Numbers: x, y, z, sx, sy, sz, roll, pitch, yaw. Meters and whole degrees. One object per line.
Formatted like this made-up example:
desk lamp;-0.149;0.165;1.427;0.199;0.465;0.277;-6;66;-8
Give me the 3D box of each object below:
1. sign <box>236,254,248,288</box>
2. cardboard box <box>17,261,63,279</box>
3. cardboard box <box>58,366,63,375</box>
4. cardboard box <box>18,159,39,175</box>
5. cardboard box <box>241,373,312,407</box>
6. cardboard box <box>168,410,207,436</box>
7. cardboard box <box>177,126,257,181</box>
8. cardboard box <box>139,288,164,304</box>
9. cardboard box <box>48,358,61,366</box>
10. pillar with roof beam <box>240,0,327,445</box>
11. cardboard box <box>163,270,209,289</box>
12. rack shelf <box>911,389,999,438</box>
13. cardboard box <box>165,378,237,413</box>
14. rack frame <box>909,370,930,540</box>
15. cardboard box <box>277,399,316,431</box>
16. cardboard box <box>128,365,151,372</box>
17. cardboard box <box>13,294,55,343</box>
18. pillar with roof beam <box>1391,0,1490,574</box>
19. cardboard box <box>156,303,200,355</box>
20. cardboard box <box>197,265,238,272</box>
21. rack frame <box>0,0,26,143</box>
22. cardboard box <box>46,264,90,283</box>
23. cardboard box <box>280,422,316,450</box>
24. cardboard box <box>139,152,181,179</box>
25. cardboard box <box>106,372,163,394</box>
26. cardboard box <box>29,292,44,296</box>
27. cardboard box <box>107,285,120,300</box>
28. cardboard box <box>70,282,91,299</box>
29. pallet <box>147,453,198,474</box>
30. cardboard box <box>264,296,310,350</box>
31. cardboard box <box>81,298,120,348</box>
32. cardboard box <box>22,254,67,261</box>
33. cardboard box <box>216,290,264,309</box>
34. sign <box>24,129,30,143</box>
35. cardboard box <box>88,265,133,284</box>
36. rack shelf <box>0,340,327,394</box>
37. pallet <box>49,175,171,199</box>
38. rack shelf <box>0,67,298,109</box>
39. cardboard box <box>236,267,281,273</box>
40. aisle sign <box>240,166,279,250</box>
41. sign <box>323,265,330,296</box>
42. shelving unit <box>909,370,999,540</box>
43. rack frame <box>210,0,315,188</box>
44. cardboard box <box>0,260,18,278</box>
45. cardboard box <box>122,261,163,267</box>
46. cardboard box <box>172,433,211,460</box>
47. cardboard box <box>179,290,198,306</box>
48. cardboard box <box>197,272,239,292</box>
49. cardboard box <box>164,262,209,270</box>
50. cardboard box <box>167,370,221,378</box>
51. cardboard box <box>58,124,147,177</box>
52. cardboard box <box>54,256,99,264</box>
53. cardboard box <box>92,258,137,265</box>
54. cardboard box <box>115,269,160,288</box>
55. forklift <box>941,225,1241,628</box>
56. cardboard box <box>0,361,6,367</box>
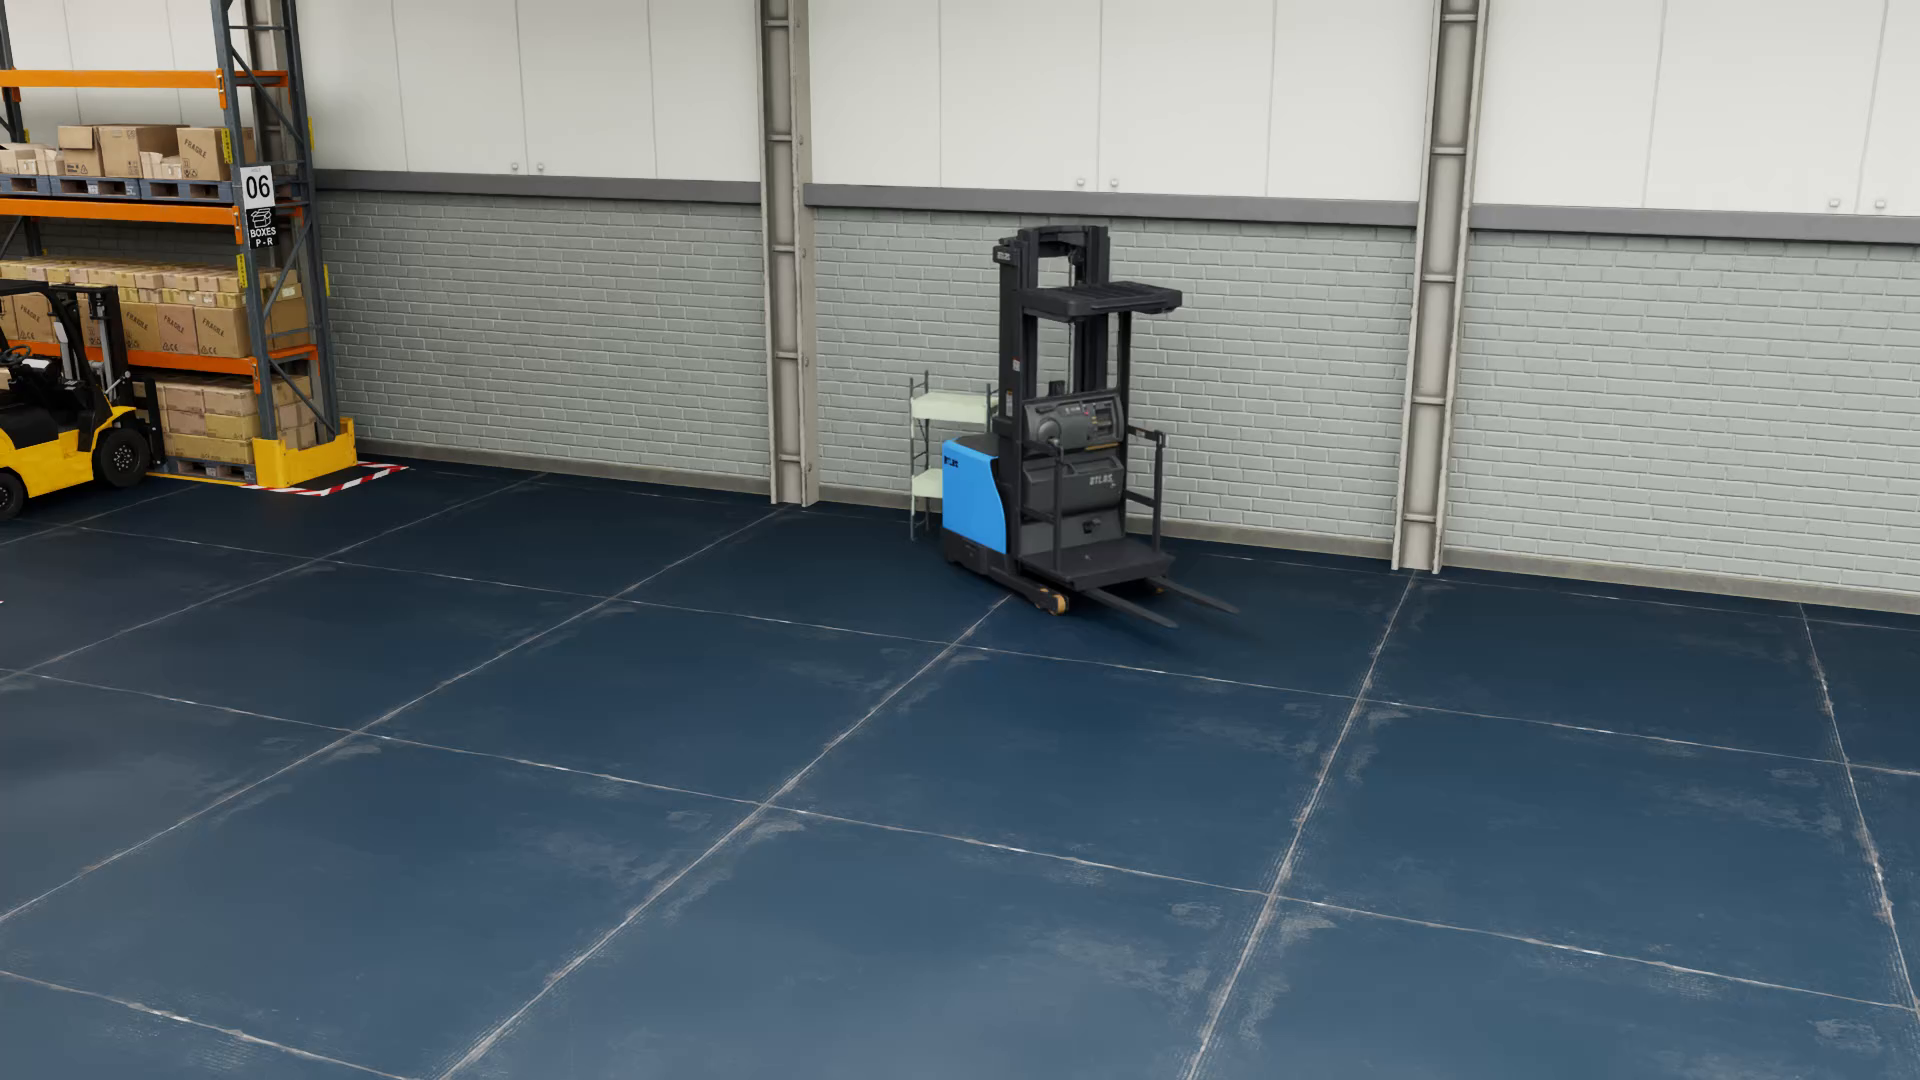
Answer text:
sign;-7.107;-2.664;16.468;0.005;0.325;0.100;6;17;21
cardboard box;-9.912;-2.908;17.935;0.250;0.149;0.380;6;17;20
cardboard box;-9.809;-1.718;18.097;0.500;0.250;0.500;6;17;21
cardboard box;-9.595;-3.909;17.396;0.250;0.149;0.380;7;18;22
cardboard box;-7.273;-1.593;17.666;0.500;0.250;0.500;6;17;20
cardboard box;-7.925;-1.277;17.476;0.500;0.250;0.500;6;17;20
cardboard box;-7.396;-3.854;16.576;0.500;0.500;0.500;7;18;22
cardboard box;-8.280;-2.560;17.268;0.250;0.149;0.380;6;17;19
cardboard box;-10.088;-1.904;18.736;0.500;0.250;0.500;7;17;22
pillar with roof beam;-8.792;-4.203;13.510;0.400;9.000;9.100;6;17;21
cardboard box;-8.004;-2.699;17.215;0.250;0.149;0.380;6;17;21
rack shelf;-0.026;-1.108;14.902;0.720;0.370;0.431;6;17;20
cardboard box;-7.915;-1.512;17.386;0.500;0.250;0.500;7;17;22
rack frame;-0.367;-0.770;15.137;0.023;1.500;0.400;6;17;20
cardboard box;-7.256;-1.357;17.748;0.500;0.250;0.500;7;17;22
cardboard box;-9.145;-1.801;18.381;0.500;0.250;0.500;6;17;21
cardboard box;-9.809;-2.428;17.979;0.500;0.500;0.500;7;17;22
pillar with roof beam;2.371;-2.975;9.282;0.400;9.000;9.100;6;17;21
cardboard box;-7.929;-2.219;17.258;0.500;0.500;0.500;7;18;22
cardboard box;-7.836;-2.814;17.609;0.250;0.149;0.380;6;17;21
rack frame;-10.616;-5.424;17.715;0.127;3.000;1.000;6;17;21
cardboard box;-9.458;-2.836;17.685;0.250;0.149;0.380;6;17;20
cardboard box;-7.280;-1.116;17.815;0.500;0.250;0.500;6;17;21
cardboard box;-8.013;-3.791;16.780;0.258;0.266;0.396;6;17;21
cardboard box;-8.857;-1.614;17.740;0.500;0.250;0.500;6;17;20
cardboard box;-9.720;-2.711;17.790;0.250;0.149;0.380;7;17;22
cardboard box;-8.722;-2.629;17.508;0.250;0.149;0.380;6;17;20
cardboard box;-9.236;-2.663;17.623;0.250;0.149;0.380;6;17;19
pallet;-8.753;-0.987;18.194;1.213;0.211;1.003;6;17;21
cardboard box;-7.254;-2.304;17.551;0.500;0.500;0.500;7;18;22
cardboard box;-8.877;-2.320;17.606;0.500;0.500;0.500;6;17;21
cardboard box;-10.208;-3.091;18.563;0.250;0.149;0.380;6;17;21
cardboard box;-7.321;-2.456;16.909;0.250;0.149;0.380;7;17;21
sign;-10.414;-4.413;18.546;0.005;0.325;0.100;6;17;21
cardboard box;-8.963;-2.803;17.573;0.250;0.149;0.380;6;17;21
rack shelf;-8.756;-1.992;17.947;4.000;0.370;1.077;6;17;21
pallet;-8.682;-3.735;17.437;1.213;0.211;1.003;6;17;21
rack shelf;-8.756;-4.681;17.166;4.000;0.370;1.077;6;17;21
cardboard box;-7.354;-2.769;17.455;0.250;0.149;0.380;7;18;23
aisle sign;-6.942;-3.299;16.494;0.004;0.787;0.394;6;17;21
sign;-6.686;-2.730;17.504;0.005;0.325;0.100;6;17;21
shelving unit;-0.026;-0.734;15.011;0.755;1.500;0.431;6;17;20
rack frame;-6.895;-5.014;16.306;0.127;3.000;1.000;6;17;21
cardboard box;-10.429;-2.935;18.028;0.250;0.149;0.380;7;17;22
cardboard box;-8.805;-2.917;17.966;0.250;0.149;0.380;7;18;22
cardboard box;-7.907;-1.034;17.534;0.500;0.250;0.500;6;17;21
cardboard box;-7.788;-2.517;17.119;0.250;0.149;0.380;7;17;22
cardboard box;-7.547;-2.635;16.993;0.250;0.149;0.380;6;17;21
cardboard box;-8.298;-2.886;17.860;0.250;0.149;0.380;6;17;19
cardboard box;-8.200;-1.697;18.024;0.500;0.250;0.500;6;17;20
cardboard box;-8.843;-4.056;17.266;0.637;0.503;0.797;7;18;22
cardboard box;-9.739;-3.031;18.356;0.250;0.149;0.380;6;17;20
cardboard box;-9.249;-2.990;18.215;0.250;0.149;0.380;6;17;20
cardboard box;-8.530;-2.722;17.294;0.250;0.149;0.380;7;17;22
forklift;1.037;-0.961;13.227;1.130;2.935;3.031;-10;19;-30
cardboard box;-11.106;-1.654;18.998;0.625;0.625;0.875;7;18;23
